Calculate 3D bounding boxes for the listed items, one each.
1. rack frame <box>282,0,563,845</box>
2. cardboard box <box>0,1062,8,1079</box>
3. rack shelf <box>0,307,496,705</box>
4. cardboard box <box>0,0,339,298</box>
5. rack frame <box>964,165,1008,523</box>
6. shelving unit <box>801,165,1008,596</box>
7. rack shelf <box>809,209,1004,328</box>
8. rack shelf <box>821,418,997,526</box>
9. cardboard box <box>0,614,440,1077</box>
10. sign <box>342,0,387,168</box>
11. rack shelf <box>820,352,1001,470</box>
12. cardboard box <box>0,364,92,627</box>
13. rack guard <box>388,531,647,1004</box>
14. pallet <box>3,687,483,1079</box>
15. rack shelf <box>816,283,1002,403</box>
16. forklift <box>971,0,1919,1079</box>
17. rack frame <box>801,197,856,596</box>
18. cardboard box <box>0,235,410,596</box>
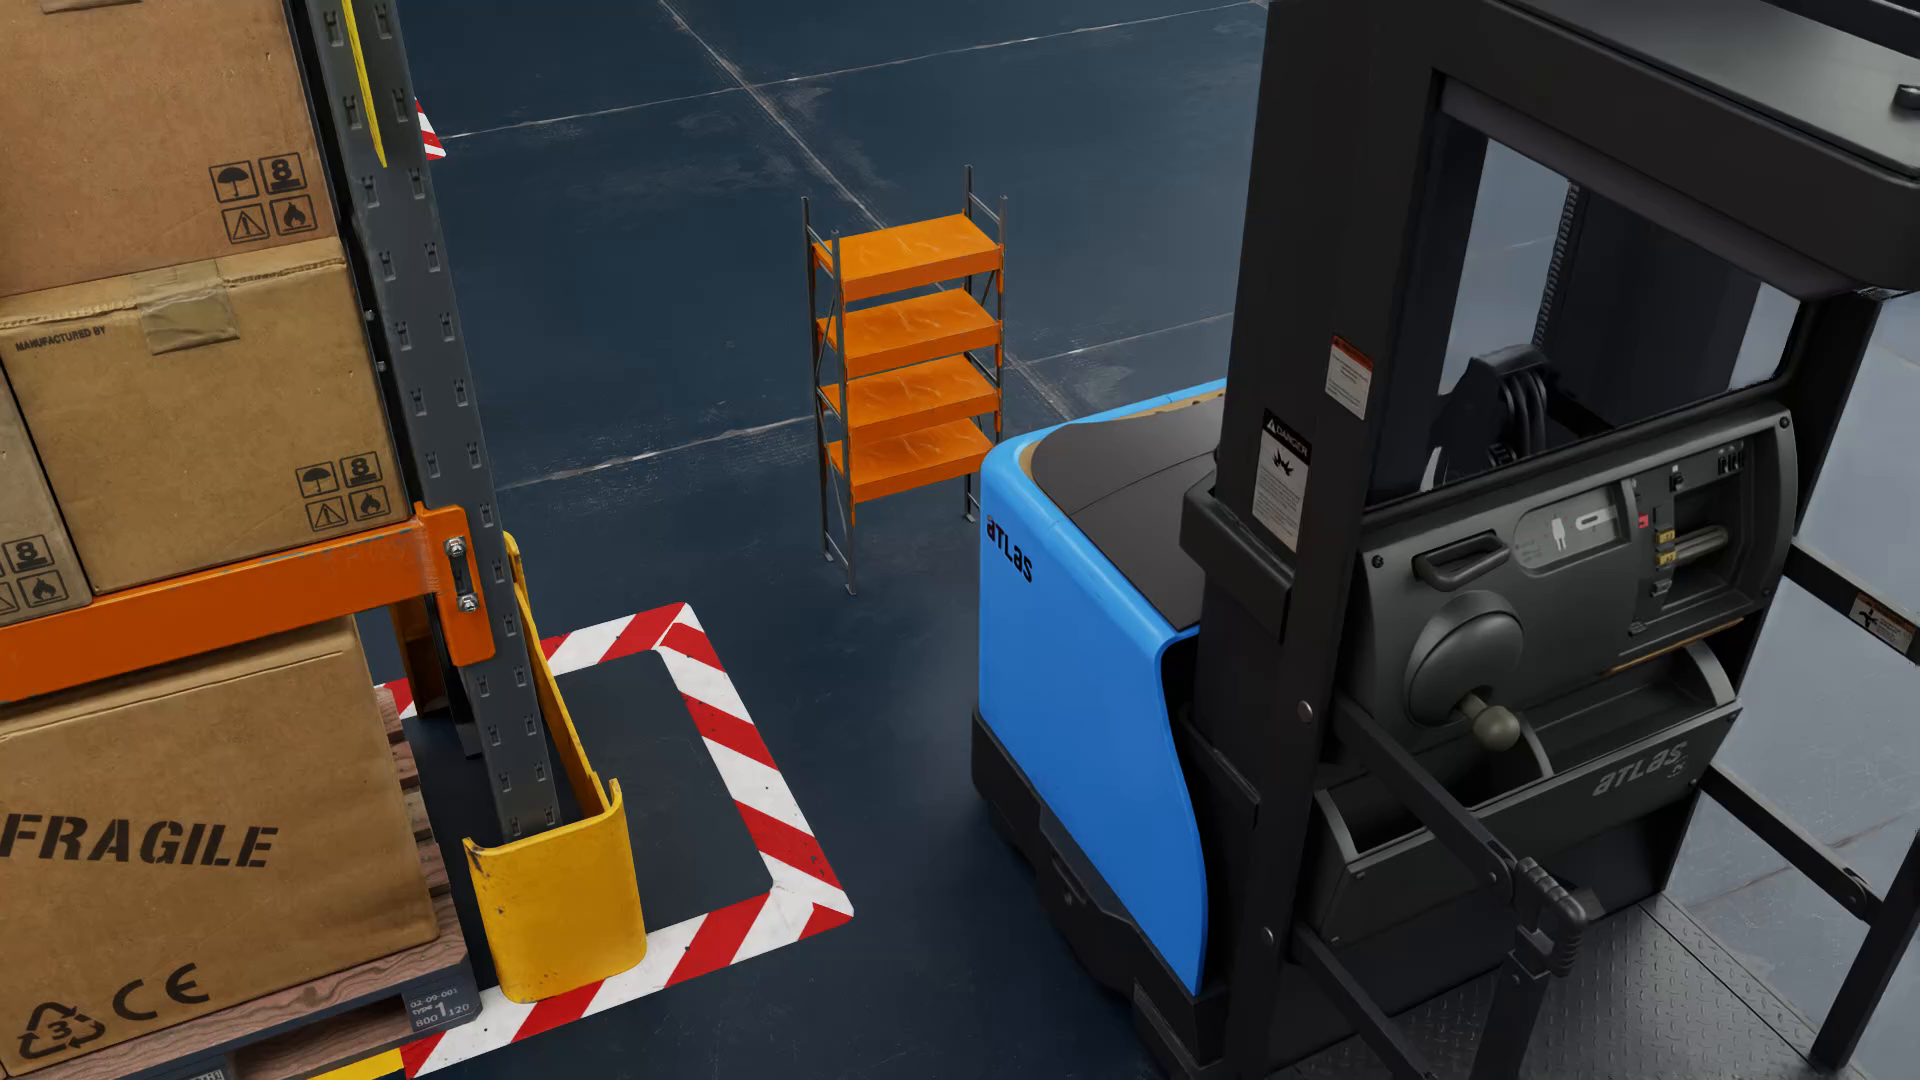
[{"bbox_3d":[-1.146,-0.479,3.379,0.127,3.000,1.000,-16,39,-20],"label":"rack frame"},{"bbox_3d":[-2.527,0.636,3.305,0.875,0.875,0.875,-16,40,-21],"label":"cardboard box"},{"bbox_3d":[-2.956,0.316,2.910,4.000,0.370,1.077,-16,39,-20],"label":"rack shelf"},{"bbox_3d":[-1.498,-0.900,2.914,0.550,0.550,0.875,-16,39,-20],"label":"cardboard box"},{"bbox_3d":[0.071,-0.502,4.919,0.015,1.200,0.240,-16,39,-20],"label":"rack frame"},{"bbox_3d":[-0.150,-0.440,4.836,0.503,1.200,0.258,-16,39,-20],"label":"shelving unit"},{"bbox_3d":[-0.150,-0.756,4.602,0.480,0.148,0.258,-16,39,-20],"label":"rack shelf"},{"bbox_3d":[-0.150,-0.226,4.994,0.480,0.148,0.258,-16,39,-20],"label":"rack shelf"},{"bbox_3d":[-1.731,0.413,3.607,0.875,0.875,0.875,-15,39,-20],"label":"cardboard box"},{"bbox_3d":[-0.928,-0.744,2.564,0.005,0.325,0.100,-16,39,-20],"label":"sign"},{"bbox_3d":[-0.150,-0.386,4.876,0.480,0.148,0.258,-16,39,-20],"label":"rack shelf"},{"bbox_3d":[-1.951,-0.270,2.971,0.550,0.550,0.875,-16,39,-20],"label":"cardboard box"},{"bbox_3d":[-1.124,0.518,4.131,0.348,0.500,1.175,-16,39,-20],"label":"rack guard"},{"bbox_3d":[-1.836,0.885,3.880,1.213,0.211,1.003,-16,39,-20],"label":"pallet"},{"bbox_3d":[-0.150,-0.566,4.743,0.480,0.148,0.258,-16,39,-20],"label":"rack shelf"},{"bbox_3d":[1.146,0.124,2.622,1.130,2.935,3.031,-17,40,-21],"label":"forklift"},{"bbox_3d":[-0.371,-0.378,4.753,0.015,1.200,0.240,-16,39,-20],"label":"rack frame"},{"bbox_3d":[-1.462,-0.421,3.174,0.550,0.550,0.875,-16,39,-20],"label":"cardboard box"}]
